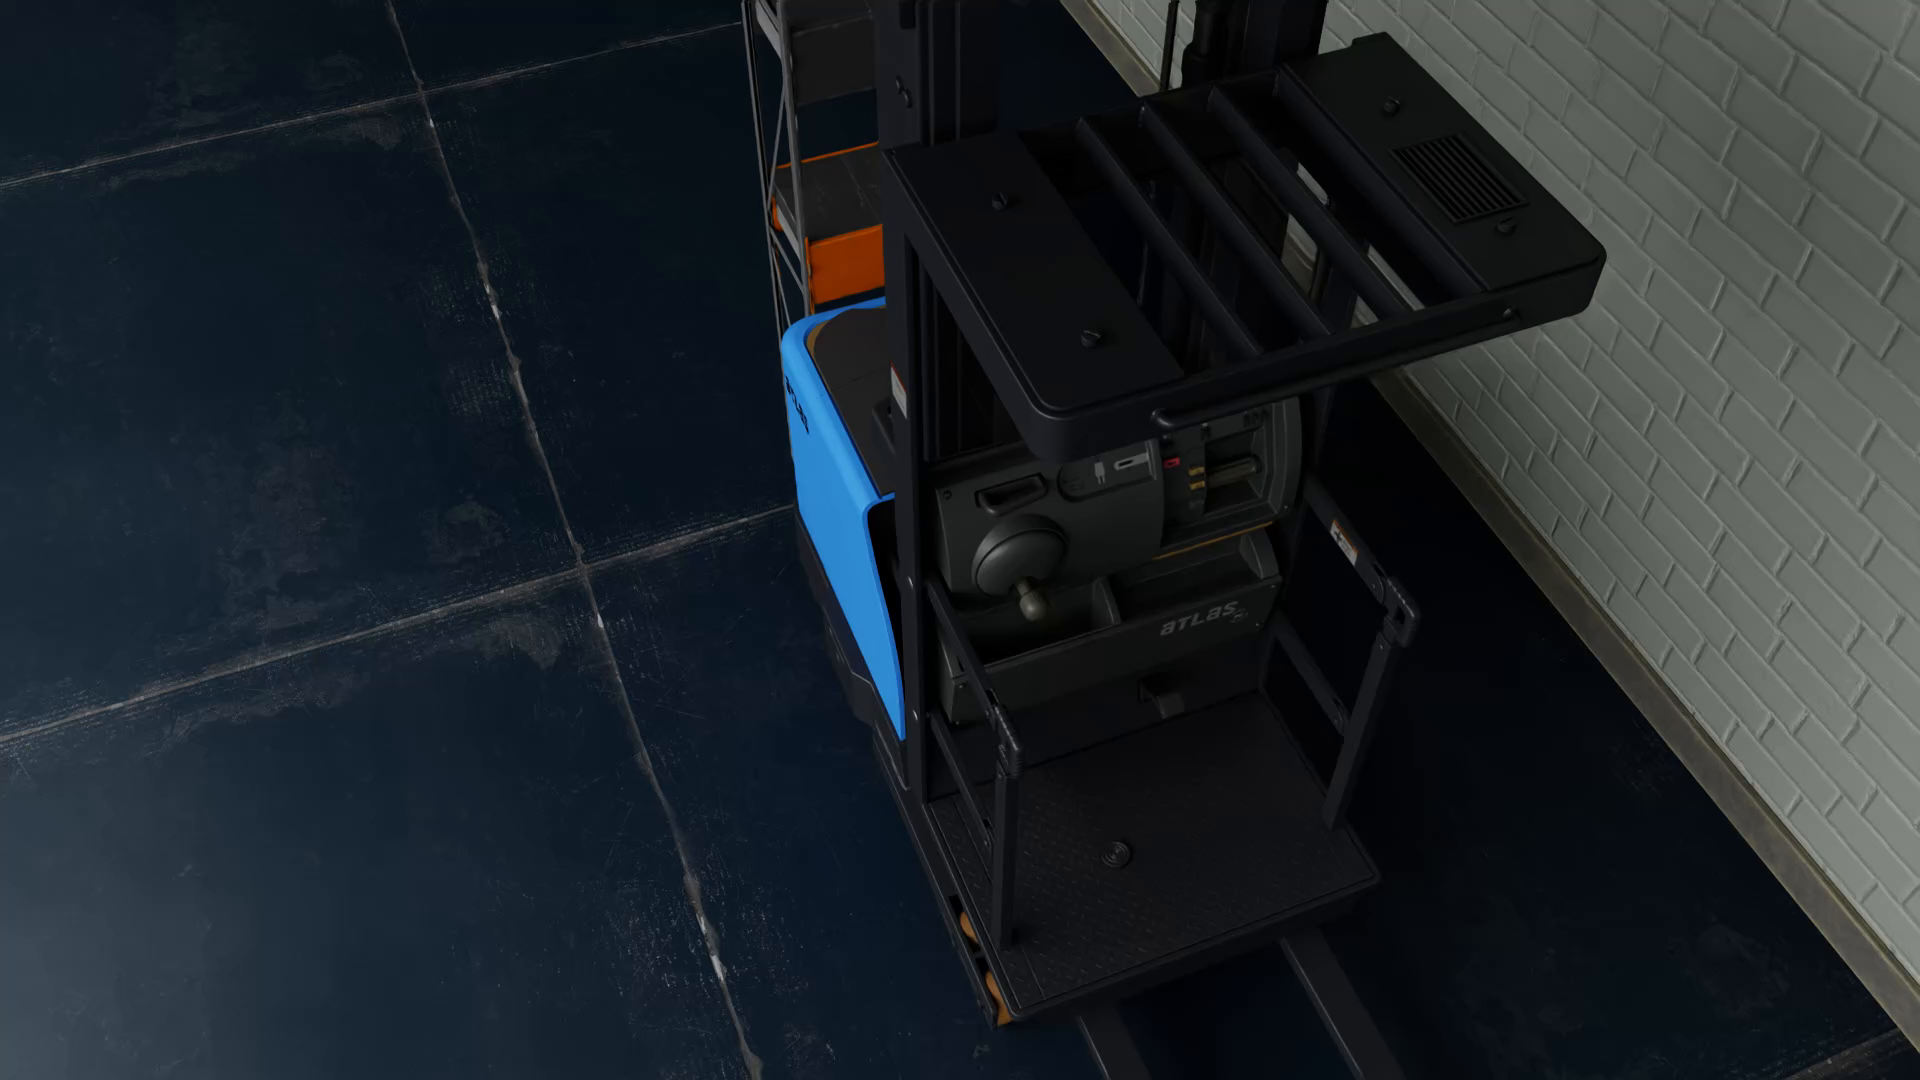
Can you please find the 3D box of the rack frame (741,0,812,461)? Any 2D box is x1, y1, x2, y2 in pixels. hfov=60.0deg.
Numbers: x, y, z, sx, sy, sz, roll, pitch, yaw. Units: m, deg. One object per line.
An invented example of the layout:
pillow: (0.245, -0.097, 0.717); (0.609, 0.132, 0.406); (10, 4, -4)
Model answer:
rack frame: (-0.526, -0.849, 5.095); (0.015, 2.100, 0.400); (-17, 52, -14)

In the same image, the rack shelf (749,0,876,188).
rack shelf: (-0.301, -1.366, 4.635); (0.480, 0.518, 0.431); (-17, 52, -14)

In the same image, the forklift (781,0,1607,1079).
forklift: (0.470, 0.010, 3.809); (1.130, 2.935, 3.031); (-17, 51, -14)

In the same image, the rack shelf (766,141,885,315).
rack shelf: (-0.301, -0.910, 5.166); (0.480, 0.518, 0.431); (-17, 52, -14)

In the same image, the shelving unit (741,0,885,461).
shelving unit: (-0.301, -0.919, 5.155); (0.503, 2.100, 0.431); (-17, 52, -14)
